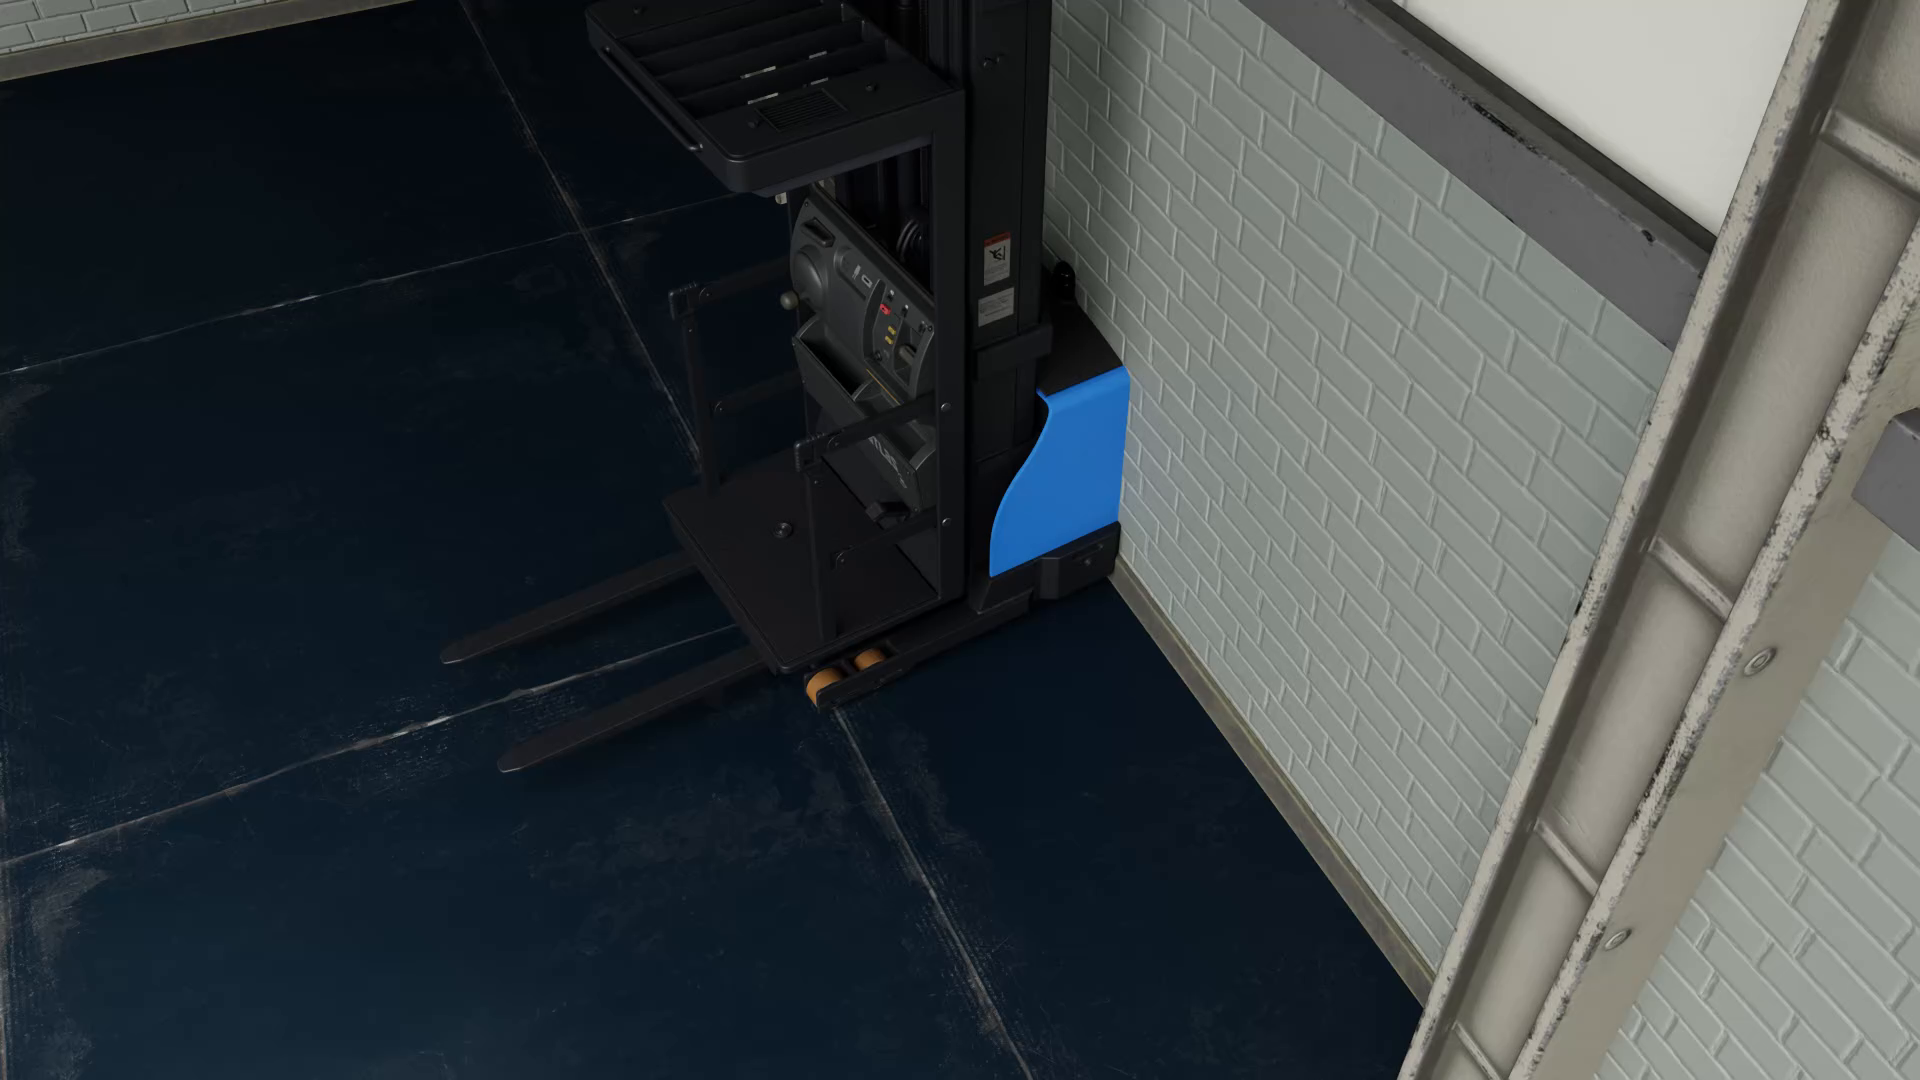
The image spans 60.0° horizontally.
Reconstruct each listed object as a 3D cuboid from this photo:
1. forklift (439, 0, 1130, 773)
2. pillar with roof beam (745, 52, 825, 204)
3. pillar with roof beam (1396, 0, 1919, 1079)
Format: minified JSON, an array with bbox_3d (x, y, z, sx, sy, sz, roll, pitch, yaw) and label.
[{"bbox_3d":[-0.532,-0.811,5.854,3.031,2.935,1.130,-24,49,-22],"label":"forklift"},{"bbox_3d":[-4.825,-3.910,4.674,9.100,9.000,0.400,-18,47,-17],"label":"pillar with roof beam"},{"bbox_3d":[-2.302,-0.086,0.799,9.100,9.000,0.400,-18,47,-17],"label":"pillar with roof beam"}]
